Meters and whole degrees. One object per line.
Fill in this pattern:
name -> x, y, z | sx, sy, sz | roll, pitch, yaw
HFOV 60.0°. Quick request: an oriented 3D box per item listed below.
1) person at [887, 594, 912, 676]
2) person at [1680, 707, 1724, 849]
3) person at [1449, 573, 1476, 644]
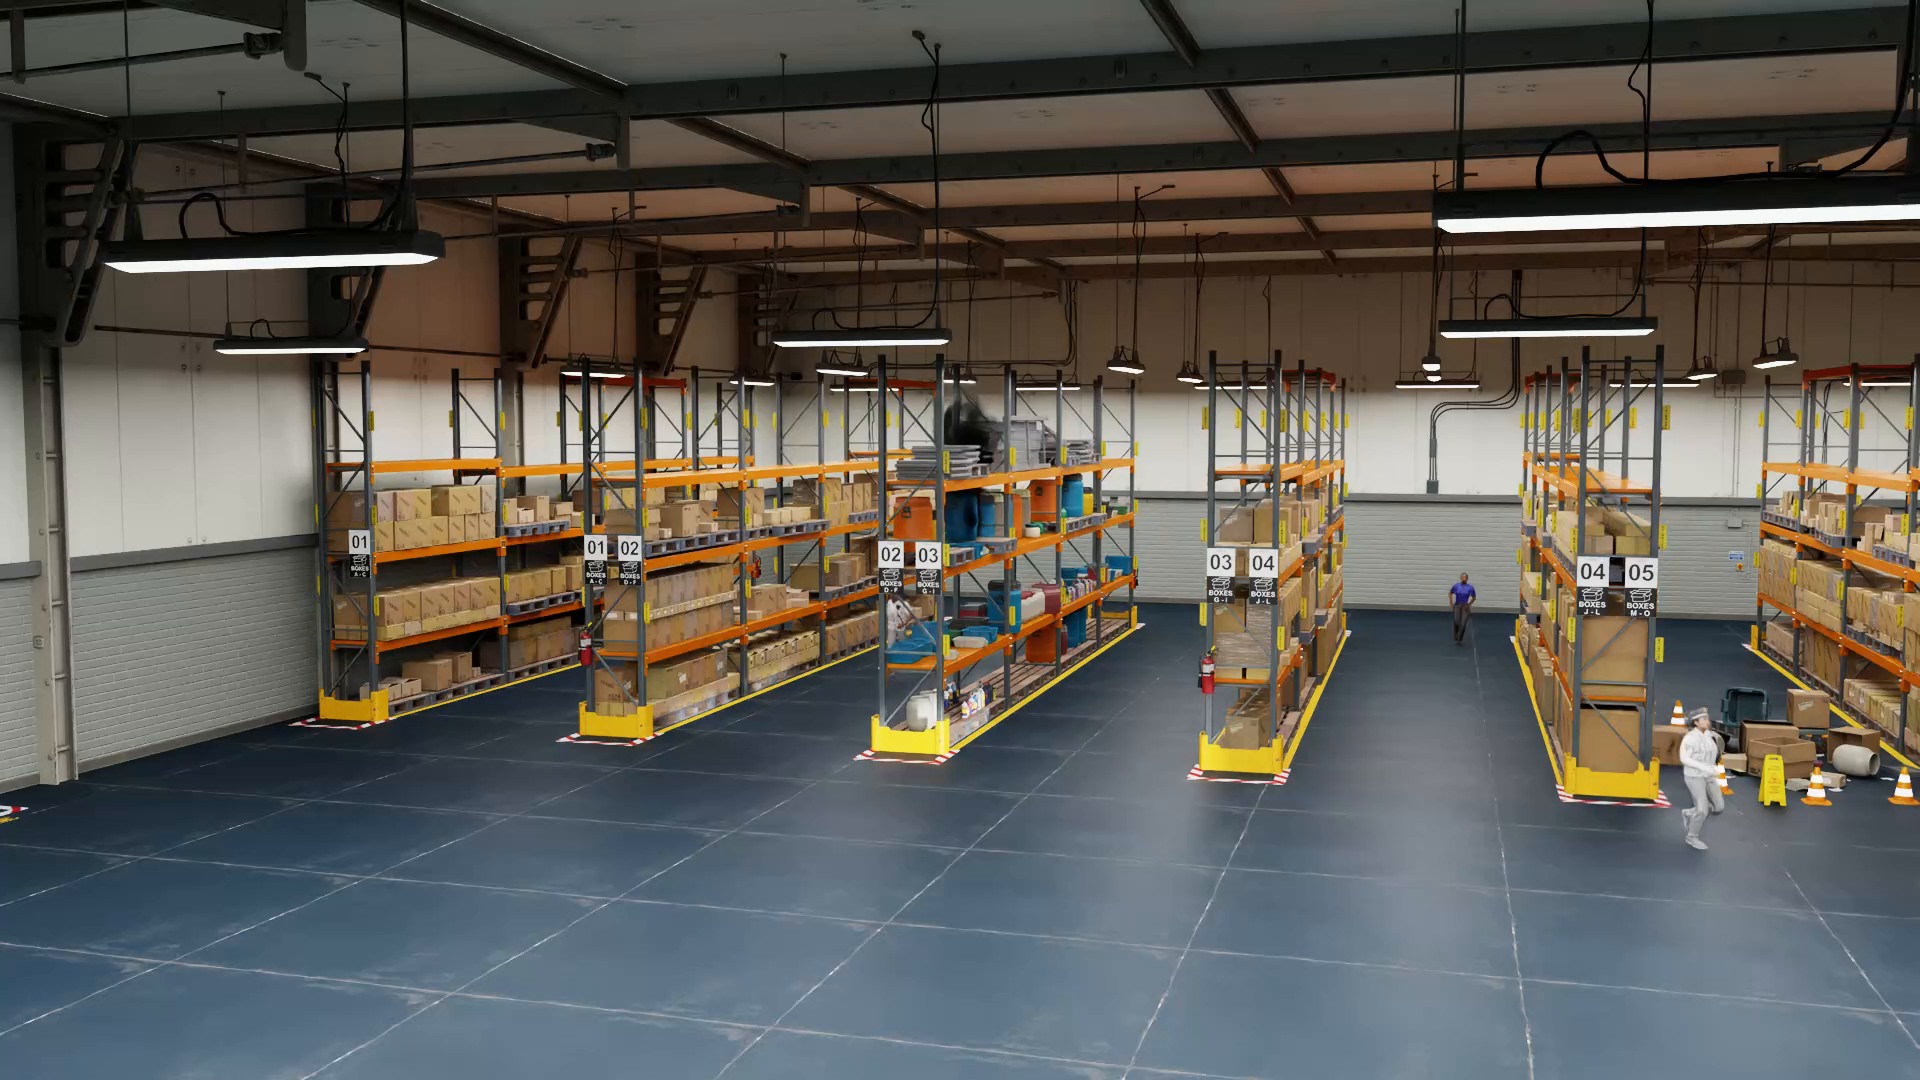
person -> -1.155, 1.707, 31.442 | 0.596, 1.693, 0.738 | 2, 4, 20
person -> 8.712, 2.785, 19.518 | 0.658, 1.660, 0.537 | -2, 5, -31
person -> 11.276, 1.535, 37.340 | 0.581, 1.608, 0.499 | 1, 4, 16
